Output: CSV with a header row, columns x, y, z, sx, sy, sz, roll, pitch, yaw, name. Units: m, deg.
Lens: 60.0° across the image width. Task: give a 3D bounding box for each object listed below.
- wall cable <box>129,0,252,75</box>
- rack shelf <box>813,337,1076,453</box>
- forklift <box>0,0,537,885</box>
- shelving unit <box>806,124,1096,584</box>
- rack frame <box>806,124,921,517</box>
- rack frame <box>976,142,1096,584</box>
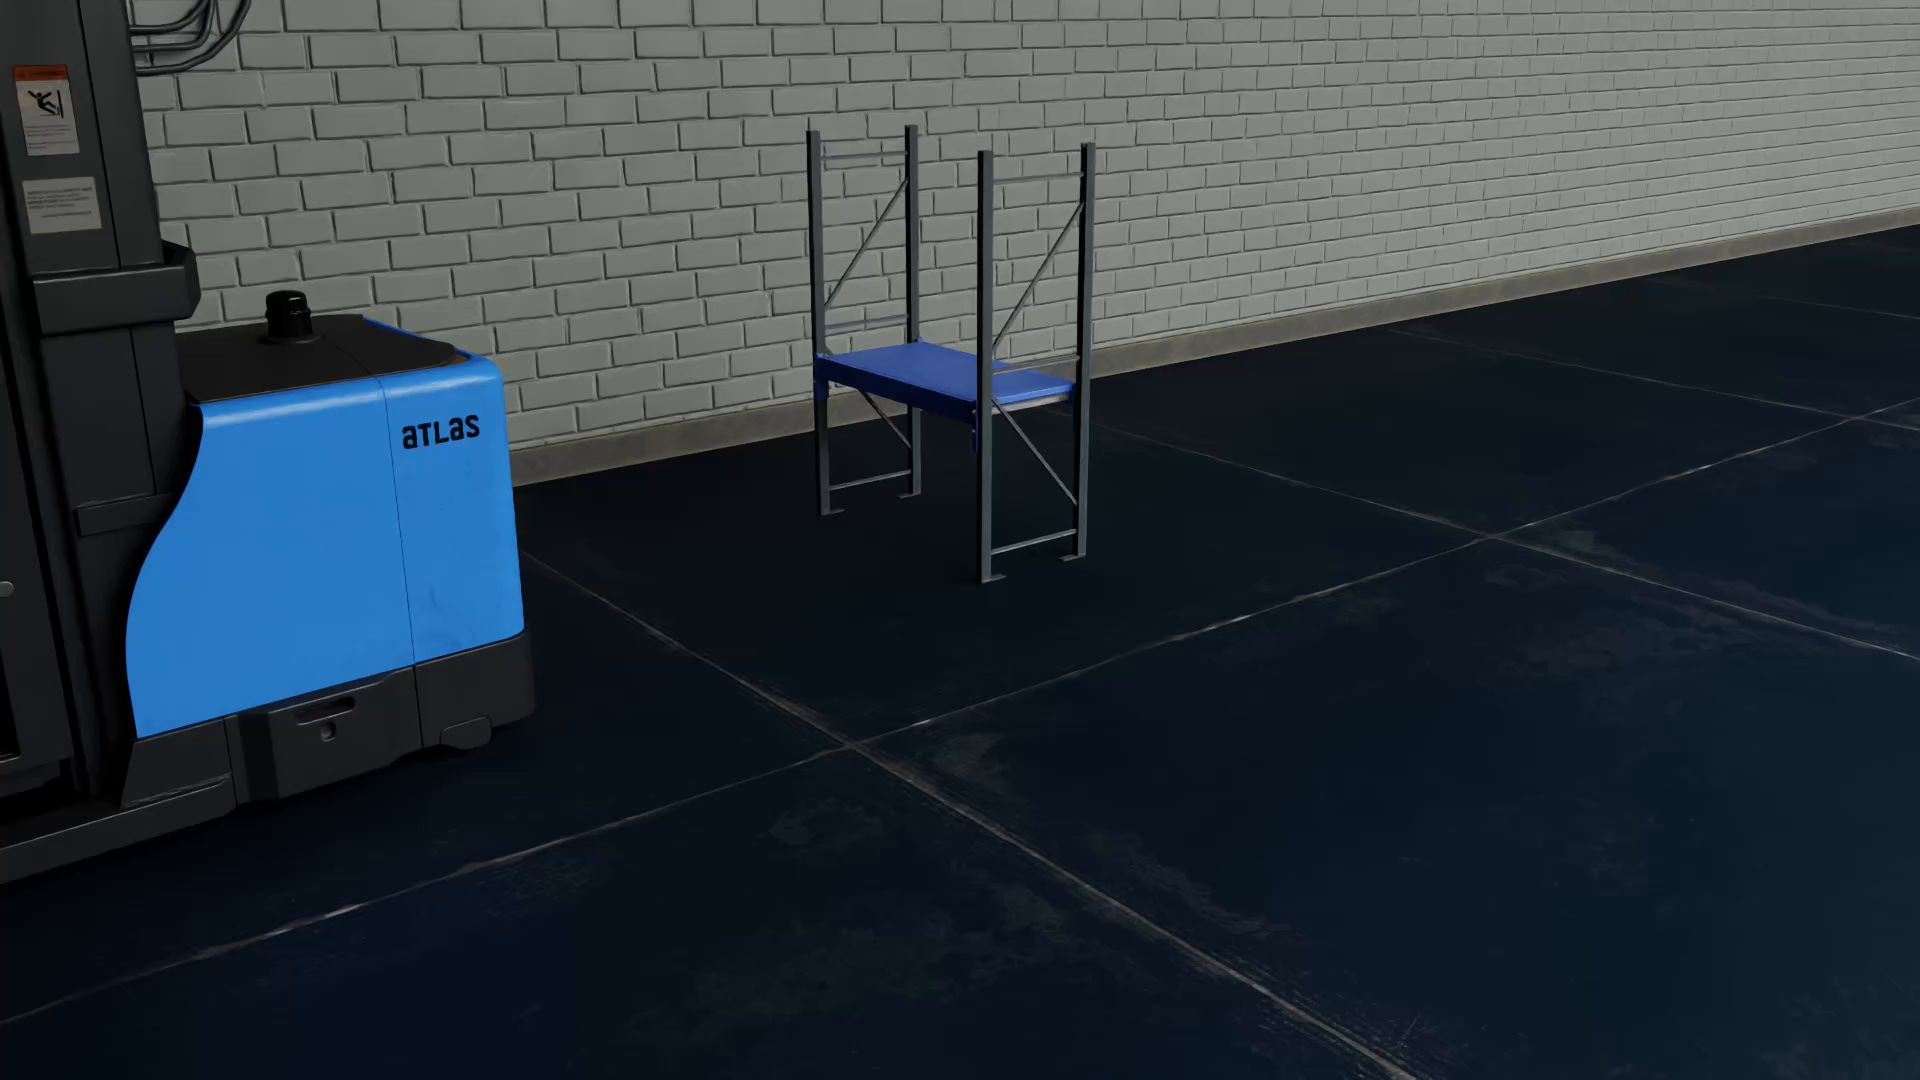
x,y,z,sx,sy,sz,roll,pitch,yaw,name
-3.695,-2.561,4.721,3.097,2.526,0.112,-14,23,-36,wall cable
-0.053,-0.562,6.247,0.538,0.185,1.000,-14,23,-36,rack shelf
-2.631,-0.648,3.656,3.031,2.935,1.130,-16,24,-39,forklift
-0.053,-0.733,6.190,0.538,1.500,1.048,-14,23,-36,shelving unit
-0.369,-0.858,6.569,0.500,1.500,0.032,-14,23,-36,rack frame
0.263,-0.608,5.812,0.500,1.500,0.032,-14,23,-36,rack frame
